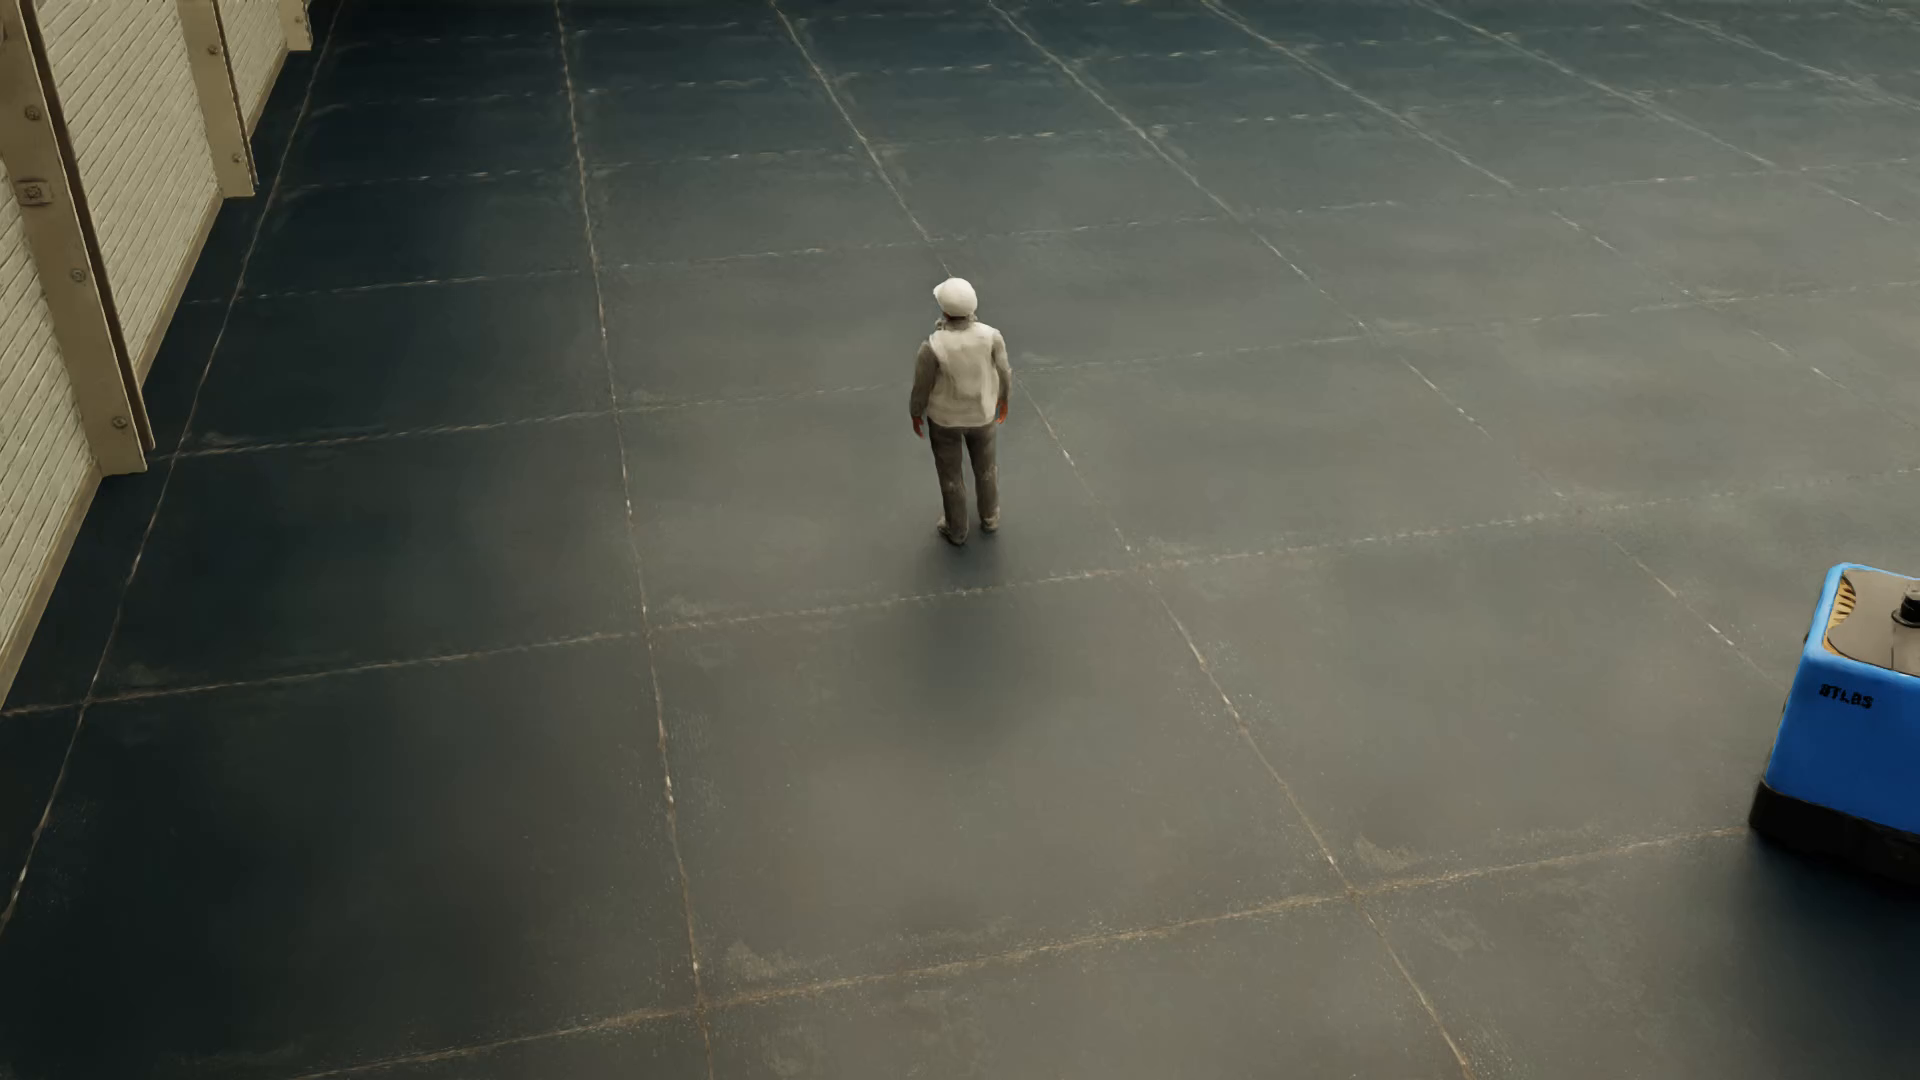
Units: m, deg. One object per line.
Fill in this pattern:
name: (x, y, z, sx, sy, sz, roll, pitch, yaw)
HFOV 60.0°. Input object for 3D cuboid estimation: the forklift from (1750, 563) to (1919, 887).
forklift: (5.337, 0.345, 6.979, 3.031, 2.935, 1.130, 17, 34, 27)

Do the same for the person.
person: (-0.007, -0.805, 10.106, 0.632, 1.773, 0.567, -7, 31, -12)
